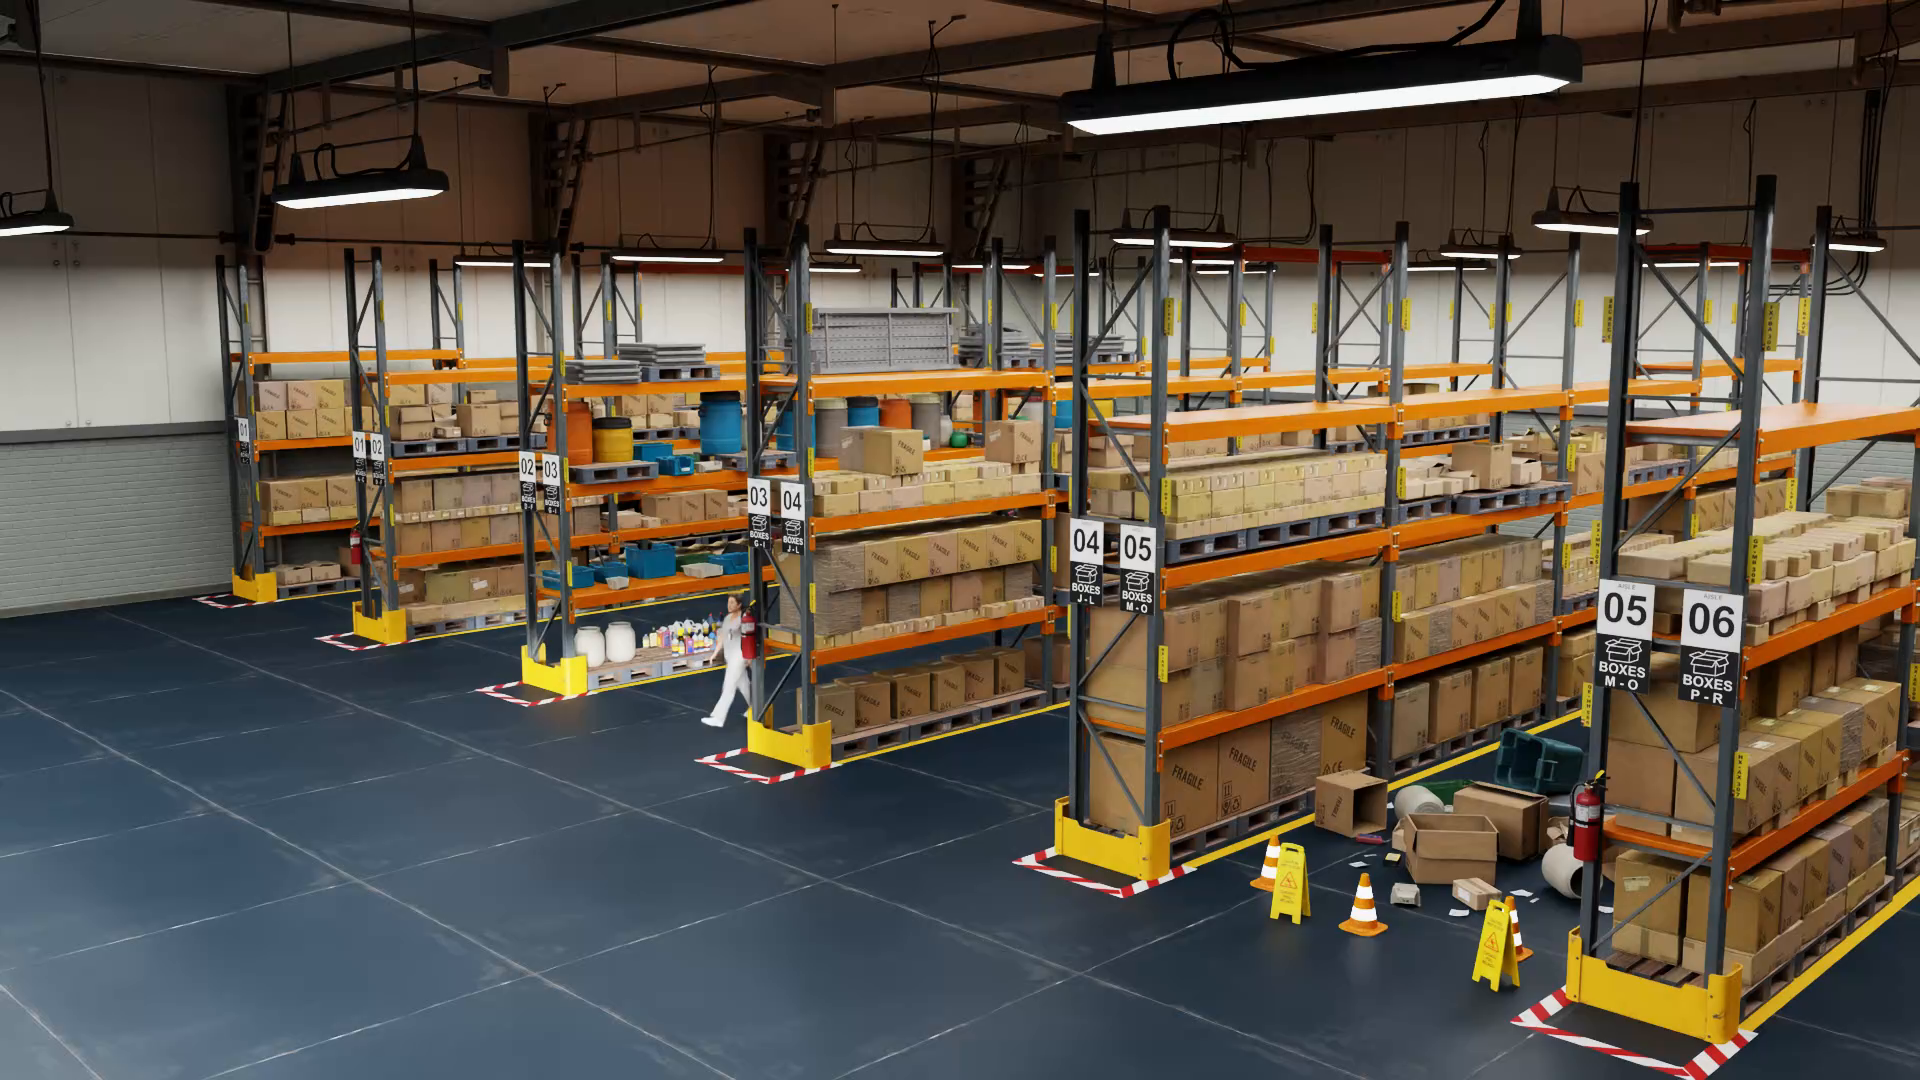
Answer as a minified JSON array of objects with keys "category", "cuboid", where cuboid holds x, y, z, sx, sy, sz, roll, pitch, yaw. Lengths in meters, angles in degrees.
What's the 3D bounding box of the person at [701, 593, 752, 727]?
[{"category":"person","cuboid":[-2.814,1.458,20.480,1.031,1.612,0.481,-6,10,-35]}]
